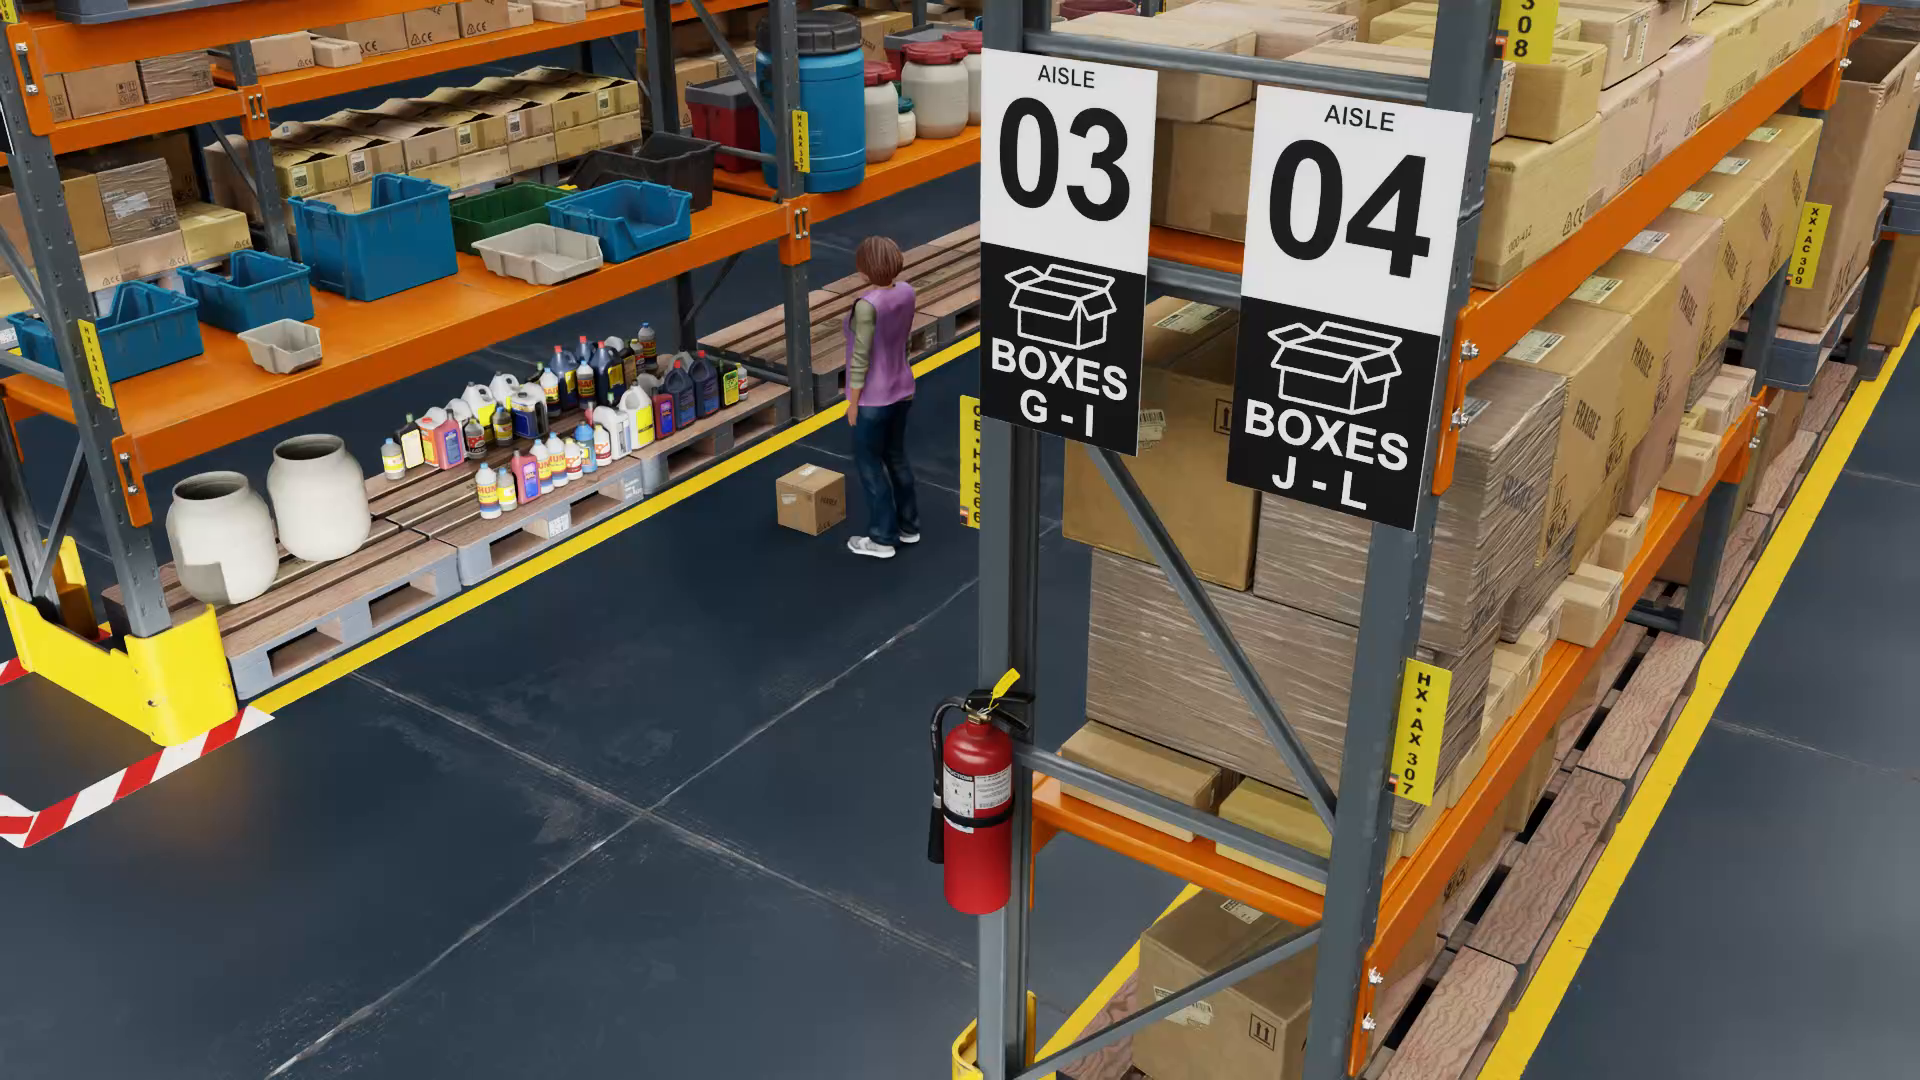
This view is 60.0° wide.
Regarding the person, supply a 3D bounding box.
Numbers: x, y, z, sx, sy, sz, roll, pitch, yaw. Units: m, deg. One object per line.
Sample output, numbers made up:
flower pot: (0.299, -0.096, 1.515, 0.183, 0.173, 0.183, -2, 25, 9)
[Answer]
person: (-0.387, -0.675, 7.940, 0.281, 1.598, 0.405, 18, 33, 31)
